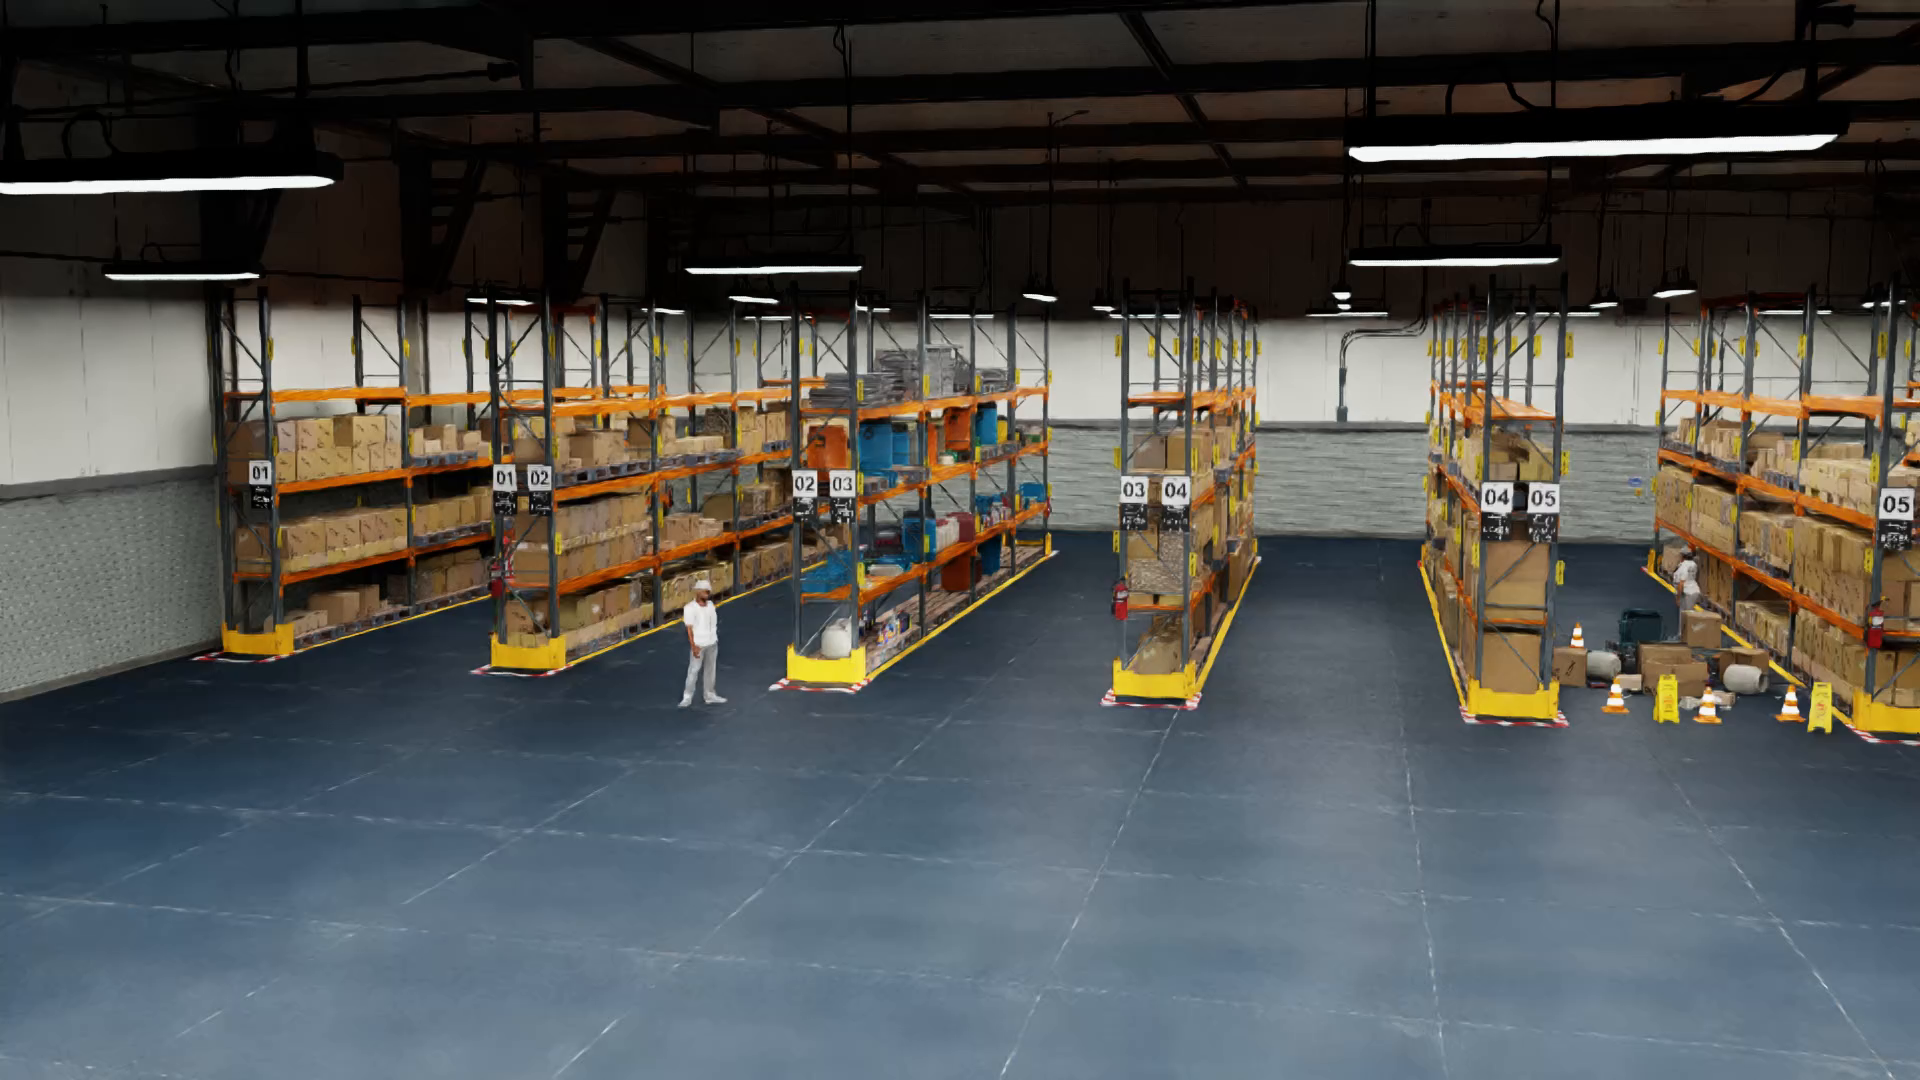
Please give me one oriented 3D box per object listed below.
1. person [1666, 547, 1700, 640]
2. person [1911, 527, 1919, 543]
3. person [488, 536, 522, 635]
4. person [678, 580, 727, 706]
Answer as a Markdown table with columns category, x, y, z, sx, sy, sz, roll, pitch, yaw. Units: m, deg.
| category | x | y | z | sx | sy | sz | roll | pitch | yaw |
| --- | --- | --- | --- | --- | --- | --- | --- | --- | --- |
| person | 12.237 | 0.942 | 28.115 | 0.567 | 1.657 | 0.611 | 5 | 8 | 39 |
| person | 18.506 | 0.495 | 32.458 | 0.625 | 1.596 | 0.517 | 1 | 7 | 11 |
| person | -7.954 | 0.788 | 29.213 | 0.565 | 1.736 | 1.045 | 1 | 7 | 12 |
| person | -3.646 | 1.450 | 23.340 | 0.427 | 1.760 | 0.703 | 5 | 8 | 37 |
